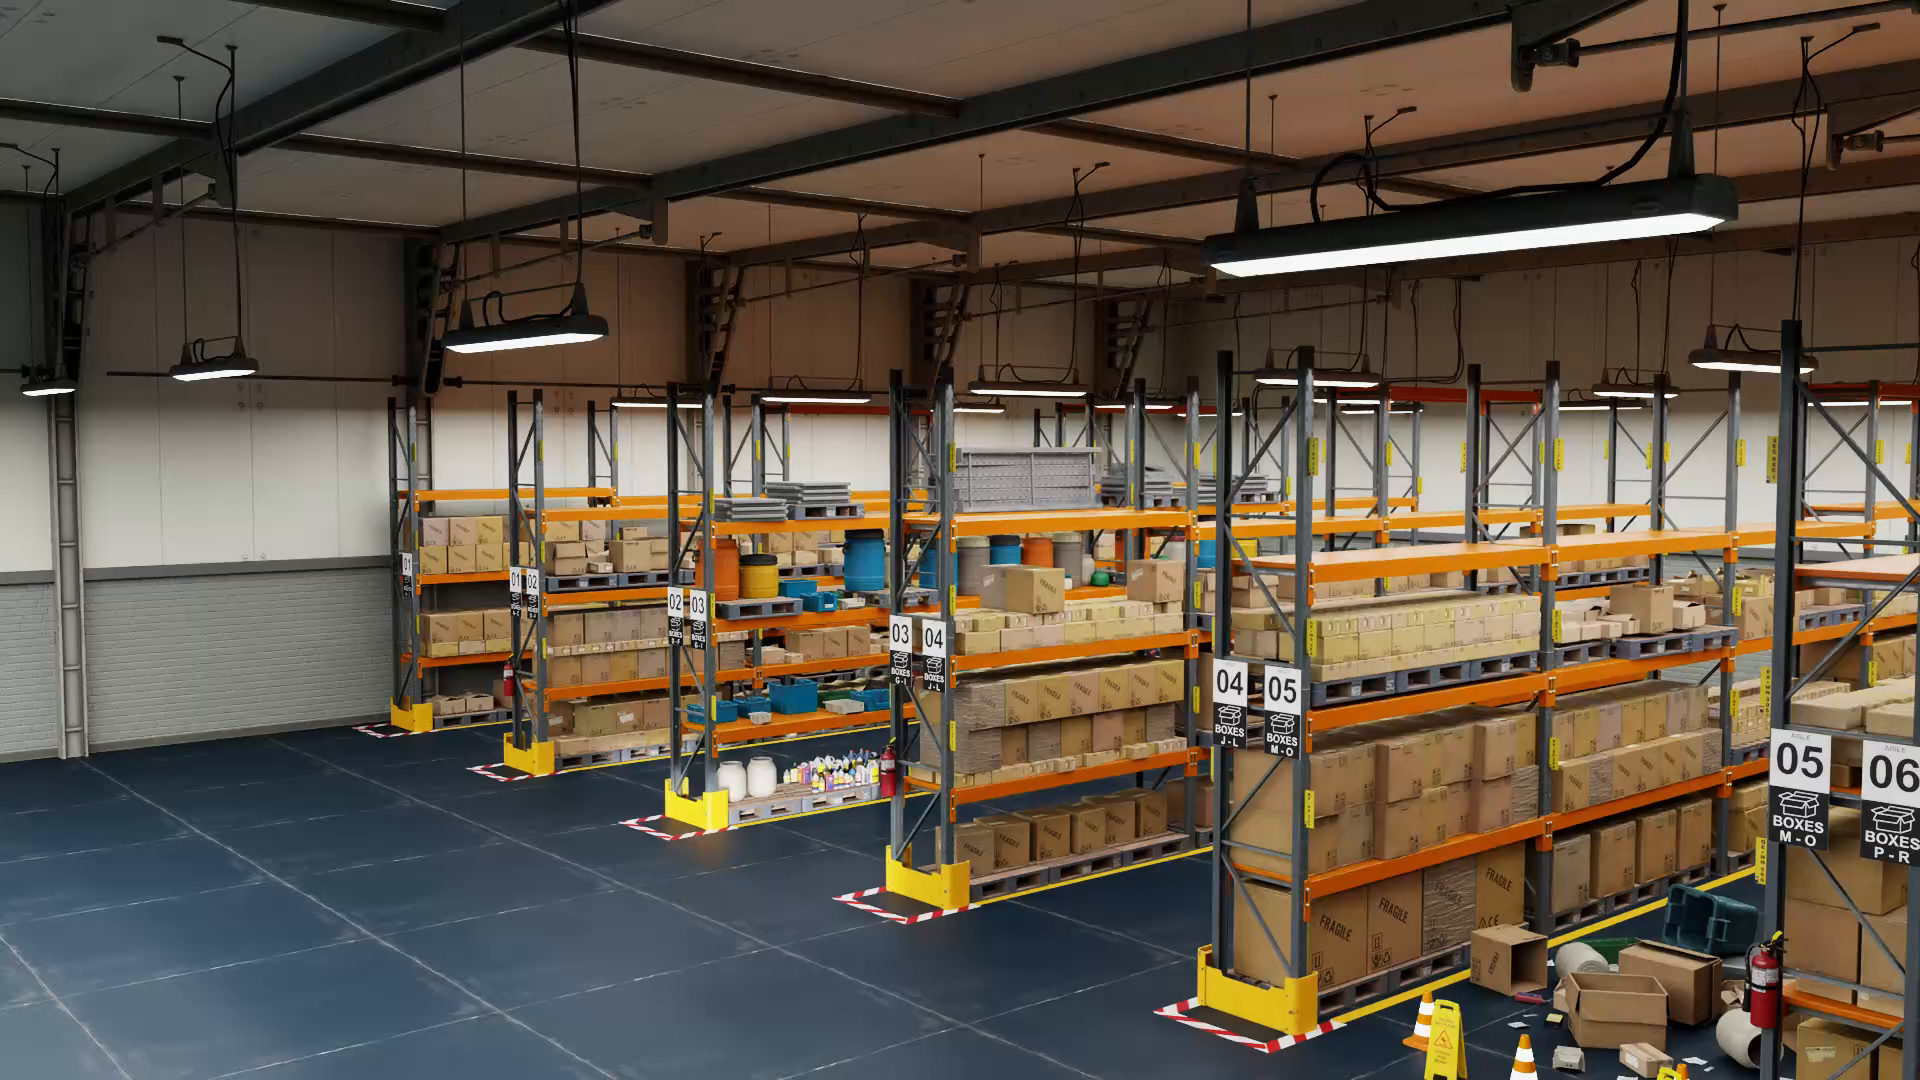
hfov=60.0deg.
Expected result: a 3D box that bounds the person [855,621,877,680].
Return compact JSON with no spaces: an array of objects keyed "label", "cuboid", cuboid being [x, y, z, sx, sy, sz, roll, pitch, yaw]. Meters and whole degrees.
[{"label":"person","cuboid":[-1.840,2.422,32.882,0.514,1.643,0.545,-3,5,-44]}]

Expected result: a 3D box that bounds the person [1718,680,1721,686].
[{"label":"person","cuboid":[11.414,2.894,24.721,0.671,1.653,0.639,-2,4,-32]}]
